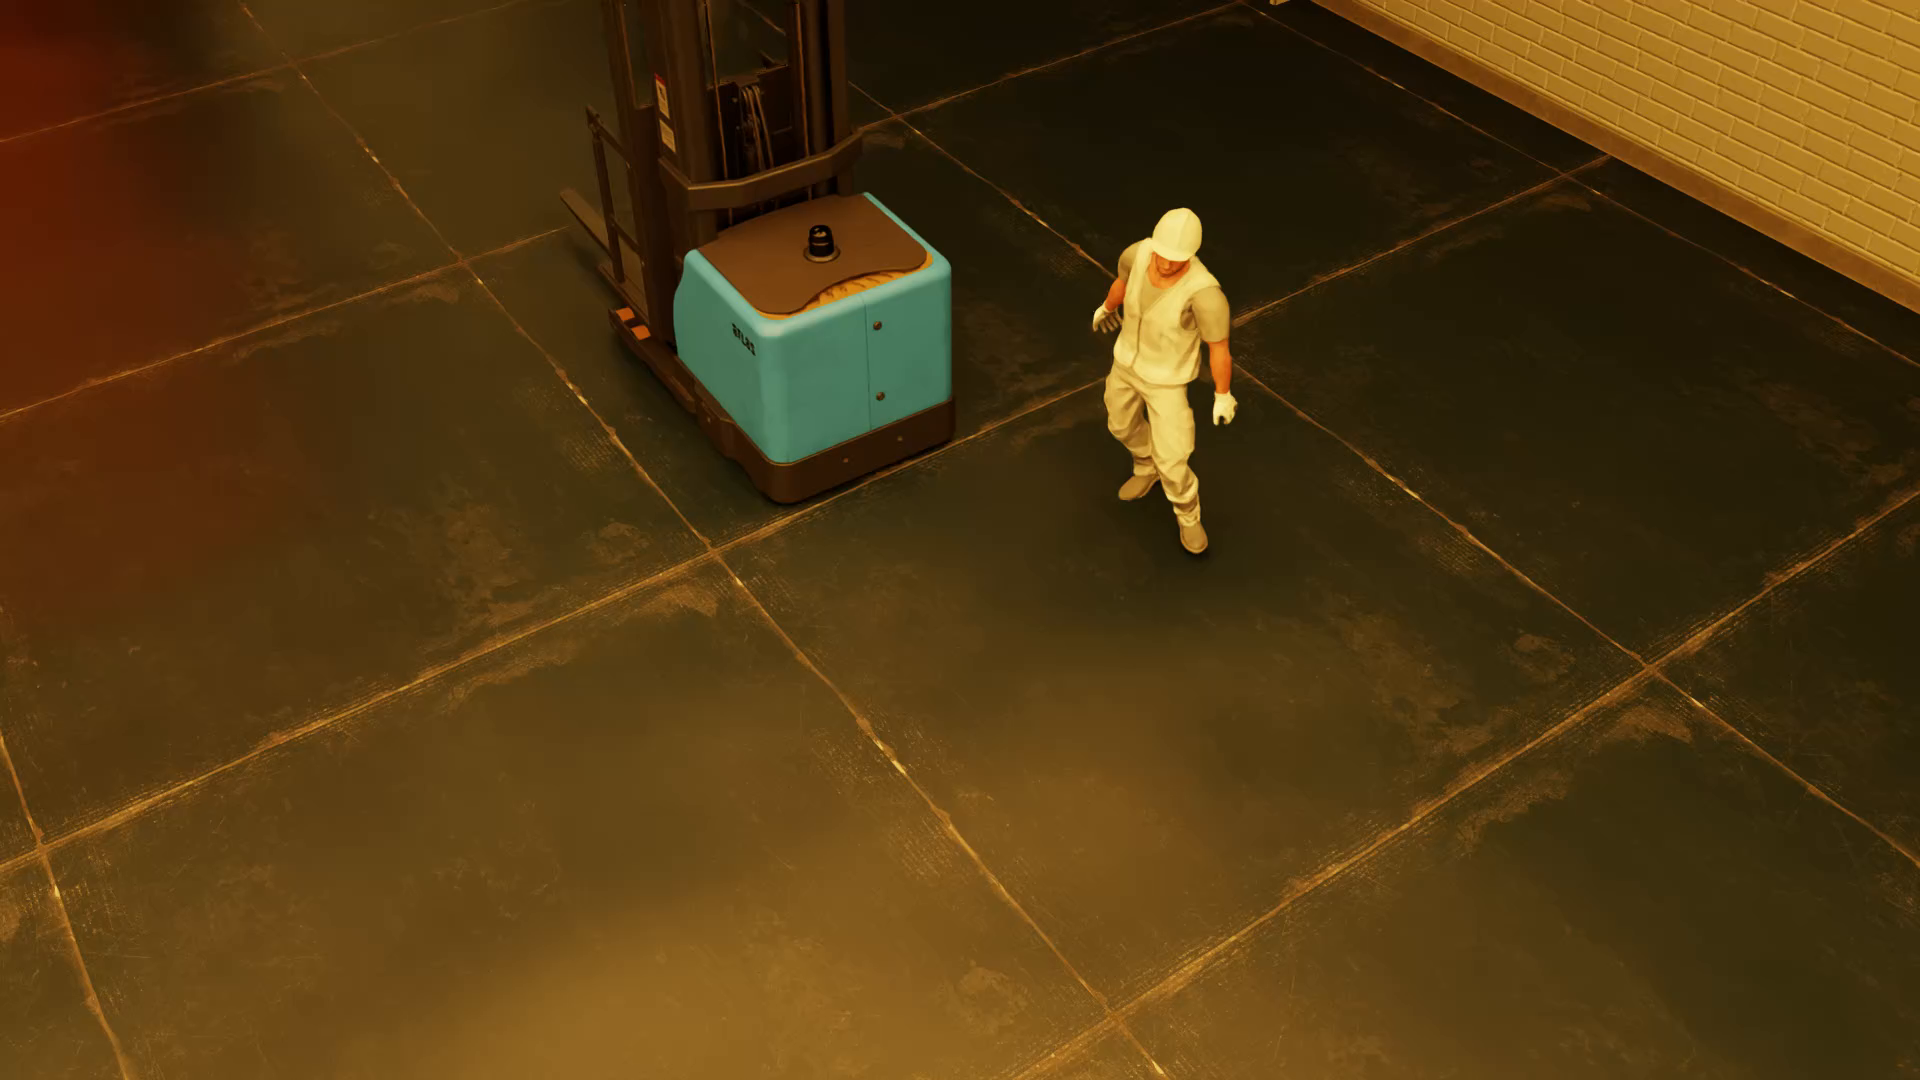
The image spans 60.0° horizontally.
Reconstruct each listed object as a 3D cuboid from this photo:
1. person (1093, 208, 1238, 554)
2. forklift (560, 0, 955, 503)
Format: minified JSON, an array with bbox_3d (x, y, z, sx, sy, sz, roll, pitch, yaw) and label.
[{"bbox_3d":[0.894,-0.790,7.473,0.489,1.757,0.891,-29,50,-28],"label":"person"},{"bbox_3d":[-1.248,-2.225,8.130,1.130,2.935,3.031,-24,48,-24],"label":"forklift"}]
